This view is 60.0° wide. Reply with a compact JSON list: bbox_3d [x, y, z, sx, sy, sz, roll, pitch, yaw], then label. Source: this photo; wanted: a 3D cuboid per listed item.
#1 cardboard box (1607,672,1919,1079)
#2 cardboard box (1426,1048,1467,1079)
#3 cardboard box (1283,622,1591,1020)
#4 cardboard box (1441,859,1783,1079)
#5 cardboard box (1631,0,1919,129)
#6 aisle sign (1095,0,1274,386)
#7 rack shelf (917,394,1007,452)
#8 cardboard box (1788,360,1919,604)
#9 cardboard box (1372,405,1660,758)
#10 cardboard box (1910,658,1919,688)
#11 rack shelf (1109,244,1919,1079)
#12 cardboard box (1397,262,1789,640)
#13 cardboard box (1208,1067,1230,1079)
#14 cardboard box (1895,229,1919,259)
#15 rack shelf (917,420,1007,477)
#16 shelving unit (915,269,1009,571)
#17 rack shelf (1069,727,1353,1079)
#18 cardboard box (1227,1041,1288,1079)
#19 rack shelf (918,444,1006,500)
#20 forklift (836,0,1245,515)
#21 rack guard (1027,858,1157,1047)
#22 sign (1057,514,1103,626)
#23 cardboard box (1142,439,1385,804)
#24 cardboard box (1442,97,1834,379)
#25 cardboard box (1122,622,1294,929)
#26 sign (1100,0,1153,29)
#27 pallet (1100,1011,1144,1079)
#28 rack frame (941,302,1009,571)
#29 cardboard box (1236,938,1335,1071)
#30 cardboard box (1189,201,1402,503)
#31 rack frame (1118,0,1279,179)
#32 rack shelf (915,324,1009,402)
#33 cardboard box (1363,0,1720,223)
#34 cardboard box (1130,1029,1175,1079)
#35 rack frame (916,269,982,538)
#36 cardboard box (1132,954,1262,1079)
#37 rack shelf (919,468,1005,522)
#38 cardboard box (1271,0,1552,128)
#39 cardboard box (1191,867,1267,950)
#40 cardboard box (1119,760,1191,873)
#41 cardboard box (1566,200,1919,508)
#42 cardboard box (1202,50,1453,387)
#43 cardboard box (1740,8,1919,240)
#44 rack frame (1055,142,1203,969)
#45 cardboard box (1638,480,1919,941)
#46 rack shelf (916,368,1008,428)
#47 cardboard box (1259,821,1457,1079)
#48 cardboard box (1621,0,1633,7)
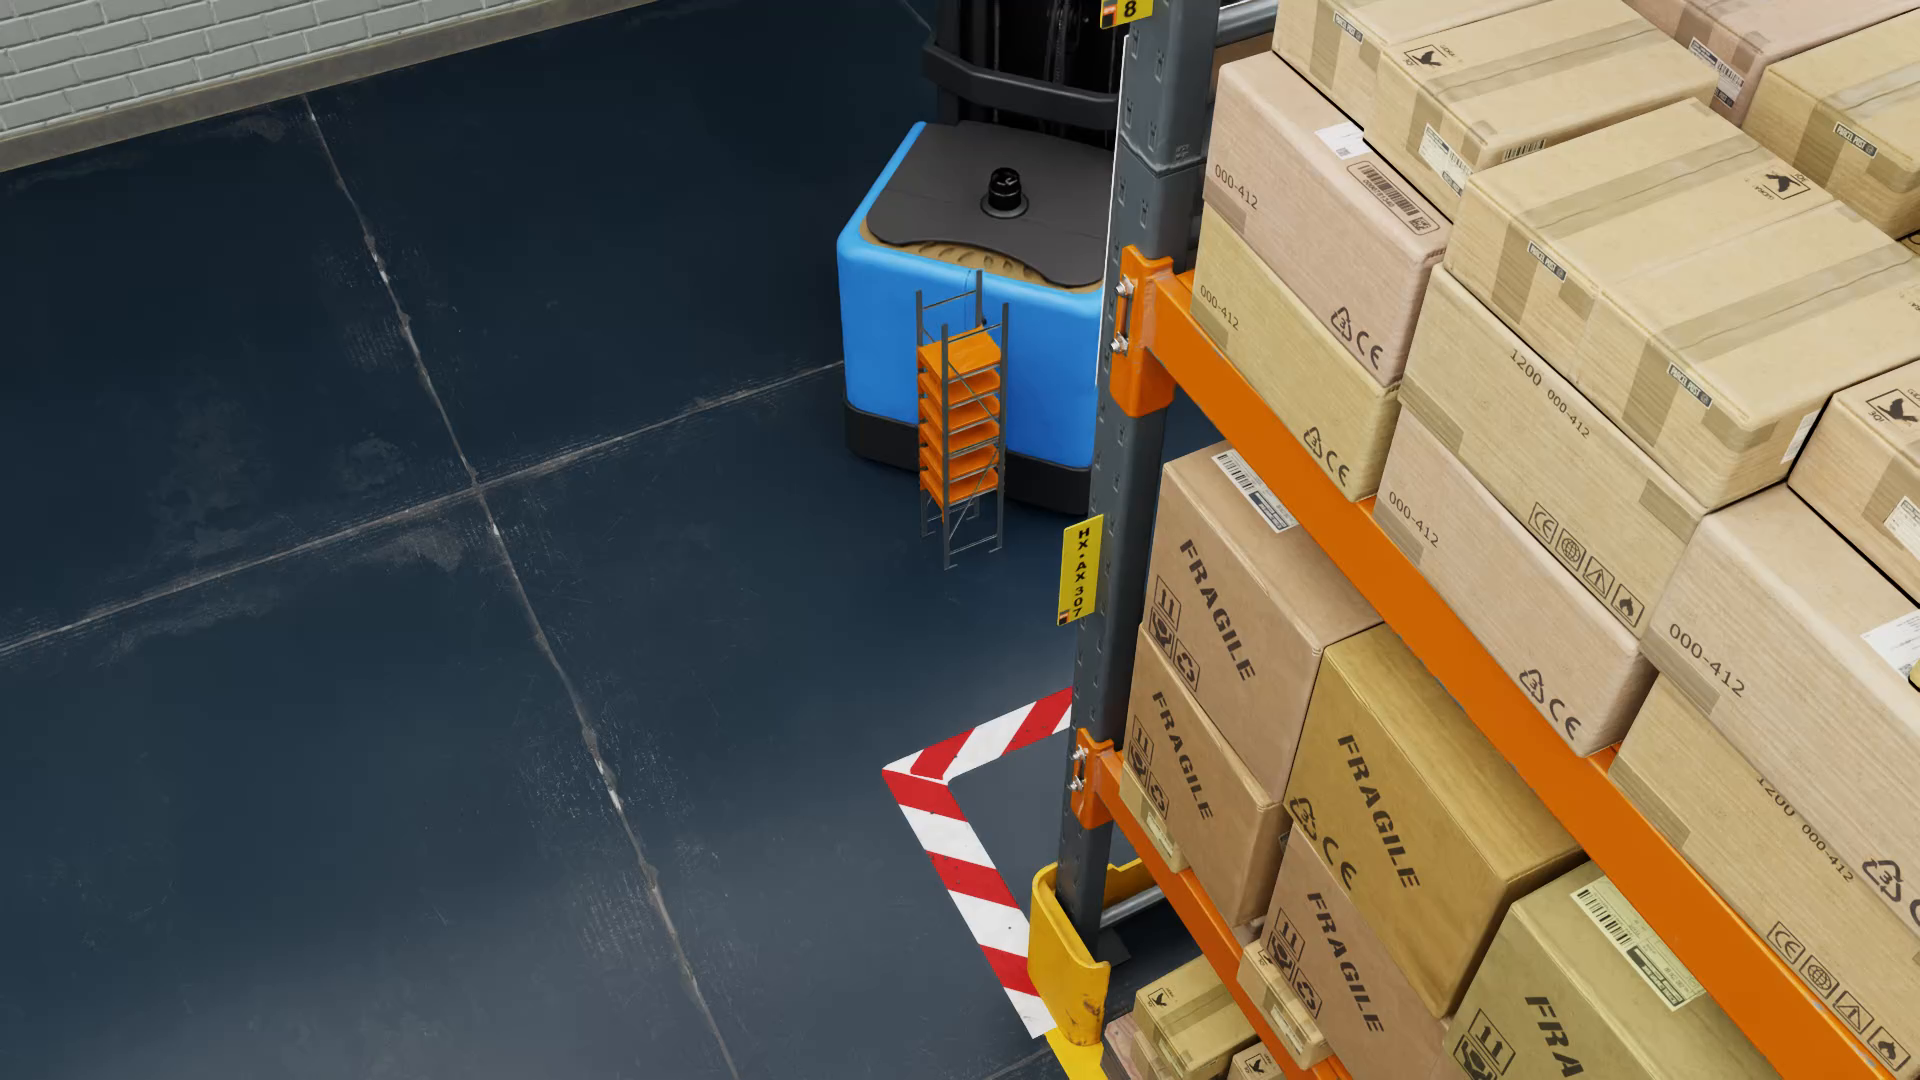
[{"bbox_3d":[1.209,0.311,2.092,0.500,0.250,0.500,-23,53,-19],"label":"cardboard box"},{"bbox_3d":[1.187,1.113,3.020,0.500,0.500,0.500,-21,52,-17],"label":"cardboard box"},{"bbox_3d":[0.952,0.434,2.950,0.500,0.500,0.500,-20,52,-16],"label":"cardboard box"},{"bbox_3d":[1.170,0.789,2.638,0.500,0.500,0.500,-22,52,-18],"label":"cardboard box"},{"bbox_3d":[1.204,-0.755,2.428,0.380,0.149,0.250,-20,52,-17],"label":"cardboard box"},{"bbox_3d":[0.446,-0.635,3.086,0.394,0.787,0.004,-21,52,-18],"label":"aisle sign"},{"bbox_3d":[0.007,-0.435,5.733,0.258,0.103,0.180,-21,52,-18],"label":"rack shelf"},{"bbox_3d":[1.174,-0.090,1.846,0.380,0.149,0.250,-20,52,-17],"label":"cardboard box"},{"bbox_3d":[0.962,-0.030,2.390,0.500,0.250,0.500,-20,52,-16],"label":"cardboard box"},{"bbox_3d":[1.211,0.119,1.663,0.380,0.149,0.250,-20,52,-16],"label":"cardboard box"},{"bbox_3d":[1.661,0.754,2.083,1.077,0.370,4.000,-21,52,-18],"label":"rack shelf"},{"bbox_3d":[0.956,-0.204,2.211,0.500,0.250,0.500,-22,52,-18],"label":"cardboard box"},{"bbox_3d":[0.758,1.308,4.531,0.380,0.149,0.250,-19,52,-16],"label":"cardboard box"},{"bbox_3d":[1.418,-0.374,2.359,0.500,0.250,0.500,-22,53,-18],"label":"cardboard box"},{"bbox_3d":[0.007,-0.356,5.823,0.258,0.103,0.180,-21,52,-18],"label":"rack shelf"},{"bbox_3d":[0.007,-0.385,5.790,0.258,1.200,0.189,-21,52,-18],"label":"shelving unit"},{"bbox_3d":[1.661,1.742,3.212,1.077,0.370,4.000,-21,52,-18],"label":"rack shelf"},{"bbox_3d":[0.917,1.381,4.269,0.380,0.149,0.250,-20,52,-17],"label":"cardboard box"},{"bbox_3d":[0.007,-0.277,5.914,0.258,0.103,0.180,-21,52,-18],"label":"rack shelf"},{"bbox_3d":[0.553,-2.194,6.222,1.130,2.935,3.031,16,51,14],"label":"forklift"},{"bbox_3d":[0.781,1.040,5.008,1.175,0.500,0.348,-21,52,-18],"label":"rack guard"},{"bbox_3d":[0.264,0.068,3.623,0.100,0.325,0.005,-21,52,-18],"label":"sign"},{"bbox_3d":[0.716,0.098,3.243,0.500,0.500,0.500,-21,52,-18],"label":"cardboard box"},{"bbox_3d":[0.852,-0.389,2.107,0.380,0.149,0.250,-21,52,-18],"label":"cardboard box"},{"bbox_3d":[0.706,0.431,3.616,0.500,0.500,0.500,-19,51,-16],"label":"cardboard box"},{"bbox_3d":[0.264,-0.922,2.490,0.100,0.325,0.005,-21,52,-18],"label":"sign"},{"bbox_3d":[1.121,1.691,4.631,1.003,0.211,1.213,-21,52,-18],"label":"pallet"},{"bbox_3d":[0.048,-0.324,5.736,0.240,1.200,0.006,-21,52,-18],"label":"rack frame"},{"bbox_3d":[0.832,0.933,3.608,0.380,0.149,0.250,-23,53,-19],"label":"cardboard box"},{"bbox_3d":[0.724,-0.384,2.699,0.500,0.250,0.500,-19,52,-16],"label":"cardboard box"},{"bbox_3d":[0.746,-1.809,1.854,1.000,3.000,0.127,-21,52,-18],"label":"rack frame"},{"bbox_3d":[0.007,-0.593,5.552,0.258,0.103,0.180,-21,52,-18],"label":"rack shelf"},{"bbox_3d":[0.793,-0.596,2.288,0.380,0.149,0.250,-19,52,-16],"label":"cardboard box"},{"bbox_3d":[0.701,1.427,4.624,0.380,0.149,0.250,-20,52,-17],"label":"cardboard box"},{"bbox_3d":[-0.035,-0.447,5.843,0.240,1.200,0.006,-21,52,-18],"label":"rack frame"},{"bbox_3d":[0.684,1.238,4.394,0.380,0.149,0.250,-23,53,-19],"label":"cardboard box"},{"bbox_3d":[0.007,-0.198,6.004,0.258,0.103,0.180,-21,52,-18],"label":"rack shelf"},{"bbox_3d":[0.692,-0.773,2.443,0.380,0.149,0.250,-22,52,-18],"label":"cardboard box"},{"bbox_3d":[0.756,0.735,3.782,0.380,0.149,0.250,-19,52,-16],"label":"cardboard box"},{"bbox_3d":[0.603,0.579,3.918,0.380,0.149,0.250,-22,52,-18],"label":"cardboard box"},{"bbox_3d":[0.963,-0.226,1.965,0.380,0.149,0.250,-21,52,-17],"label":"cardboard box"},{"bbox_3d":[0.721,-0.547,2.510,0.500,0.250,0.500,-20,52,-17],"label":"cardboard box"},{"bbox_3d":[1.304,-0.576,2.271,0.380,0.149,0.250,-23,53,-19],"label":"cardboard box"},{"bbox_3d":[0.746,0.166,4.112,1.000,3.000,0.127,-21,52,-18],"label":"rack frame"},{"bbox_3d":[1.176,0.138,1.911,0.500,0.250,0.500,-21,52,-17],"label":"cardboard box"},{"bbox_3d":[0.007,-0.514,5.643,0.258,0.103,0.180,-21,52,-18],"label":"rack shelf"},{"bbox_3d":[0.974,0.780,3.311,0.500,0.500,0.500,-21,52,-17],"label":"cardboard box"},{"bbox_3d":[1.160,-0.947,2.595,0.380,0.149,0.250,-22,52,-18],"label":"cardboard box"}]
